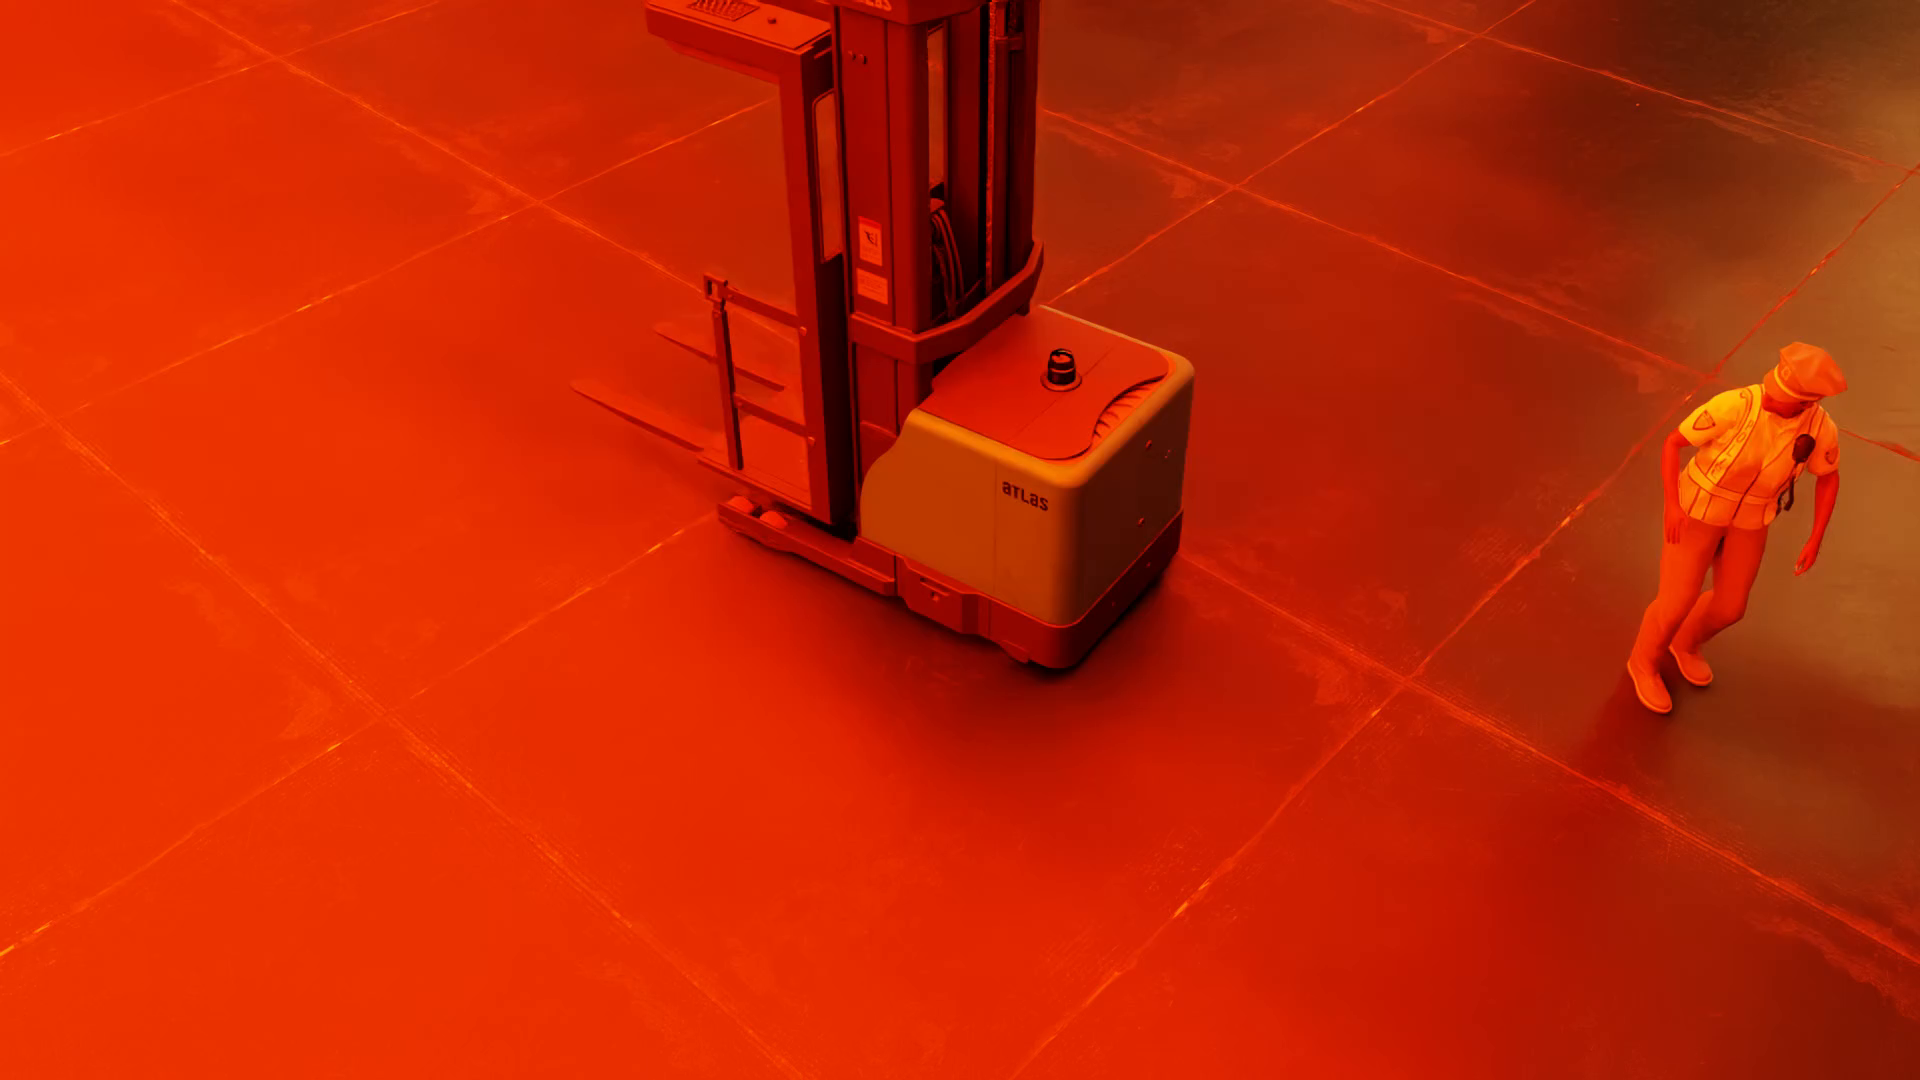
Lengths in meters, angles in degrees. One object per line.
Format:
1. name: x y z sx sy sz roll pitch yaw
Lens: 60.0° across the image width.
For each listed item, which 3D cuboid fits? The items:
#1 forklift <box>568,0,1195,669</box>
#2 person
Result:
1. forklift: -0.510 -1.334 6.983 3.031 2.935 1.130 24 46 26
2. person: 3.030 -0.047 6.487 0.651 1.640 0.483 2 41 3
